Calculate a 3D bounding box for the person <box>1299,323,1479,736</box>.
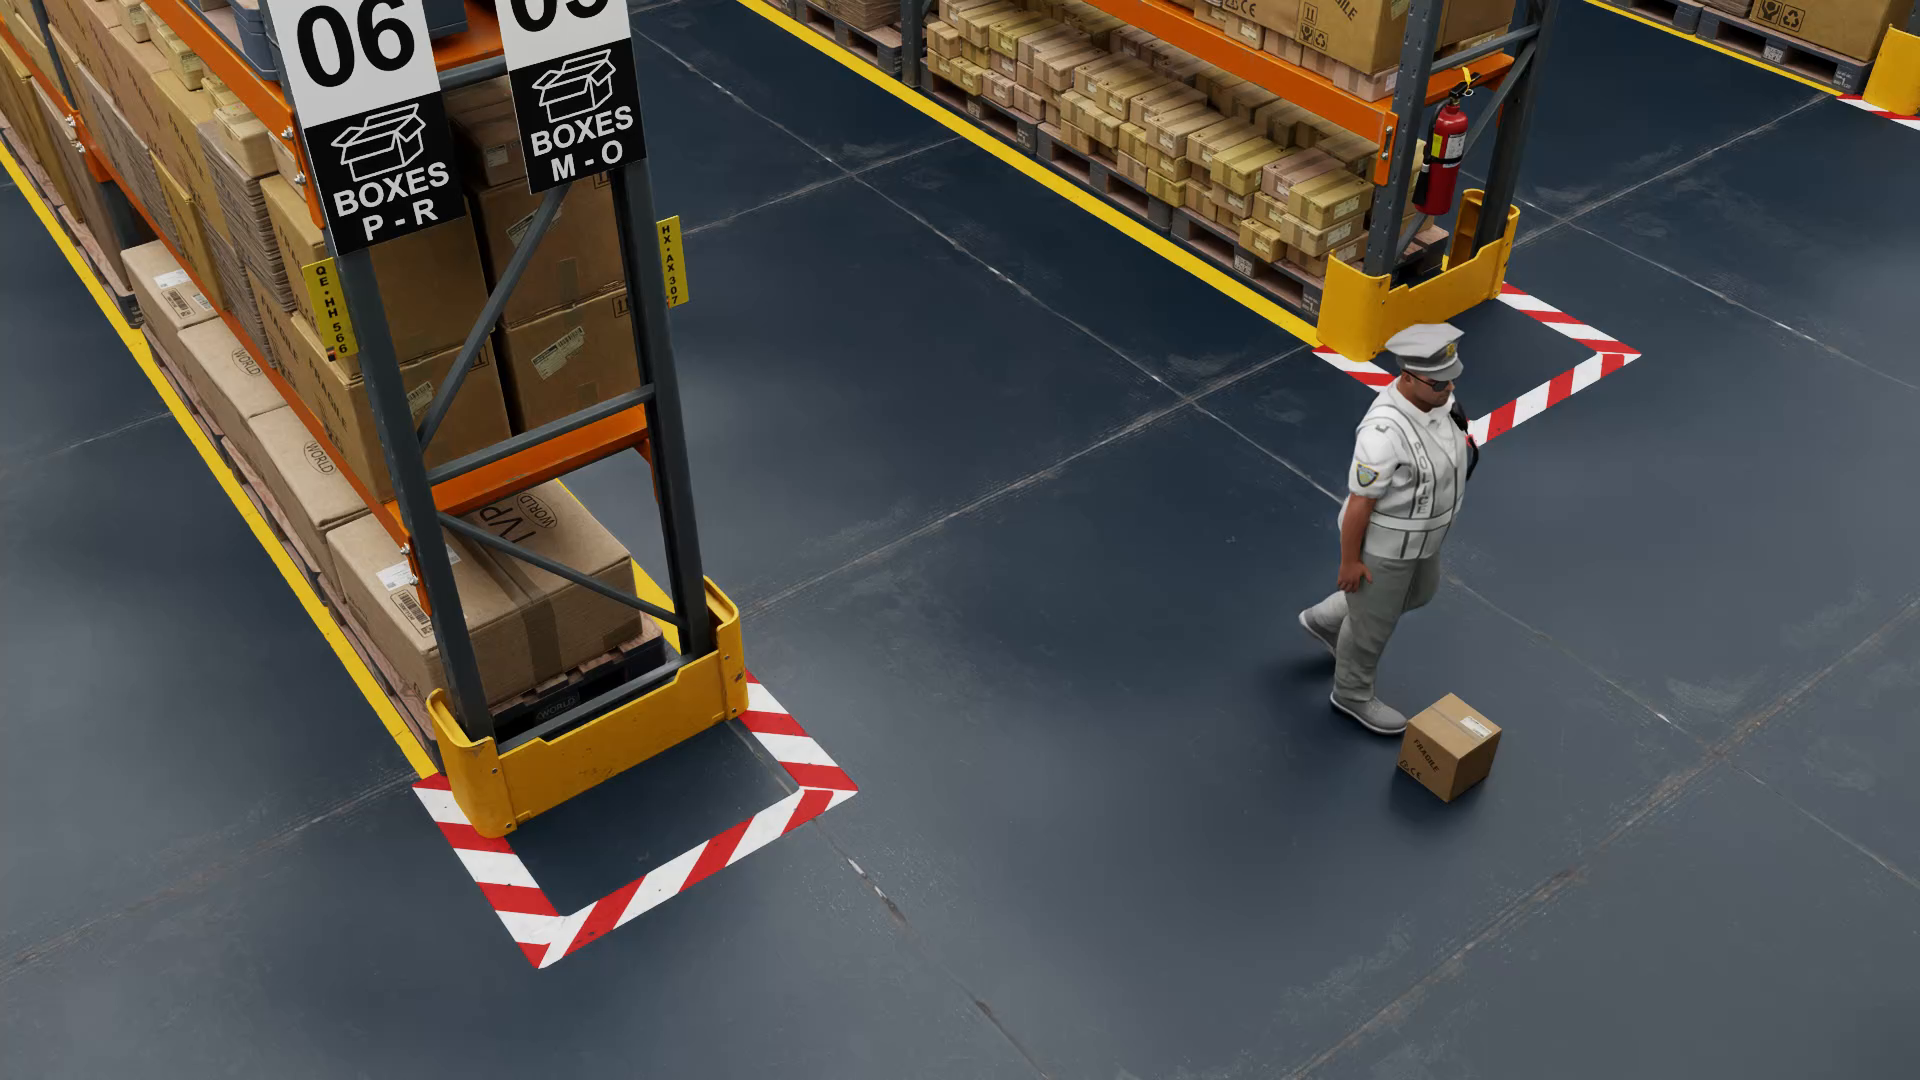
[{"bbox_3d":[1.576,-0.062,6.192,0.585,1.767,0.561,26,46,27],"label":"person"}]
